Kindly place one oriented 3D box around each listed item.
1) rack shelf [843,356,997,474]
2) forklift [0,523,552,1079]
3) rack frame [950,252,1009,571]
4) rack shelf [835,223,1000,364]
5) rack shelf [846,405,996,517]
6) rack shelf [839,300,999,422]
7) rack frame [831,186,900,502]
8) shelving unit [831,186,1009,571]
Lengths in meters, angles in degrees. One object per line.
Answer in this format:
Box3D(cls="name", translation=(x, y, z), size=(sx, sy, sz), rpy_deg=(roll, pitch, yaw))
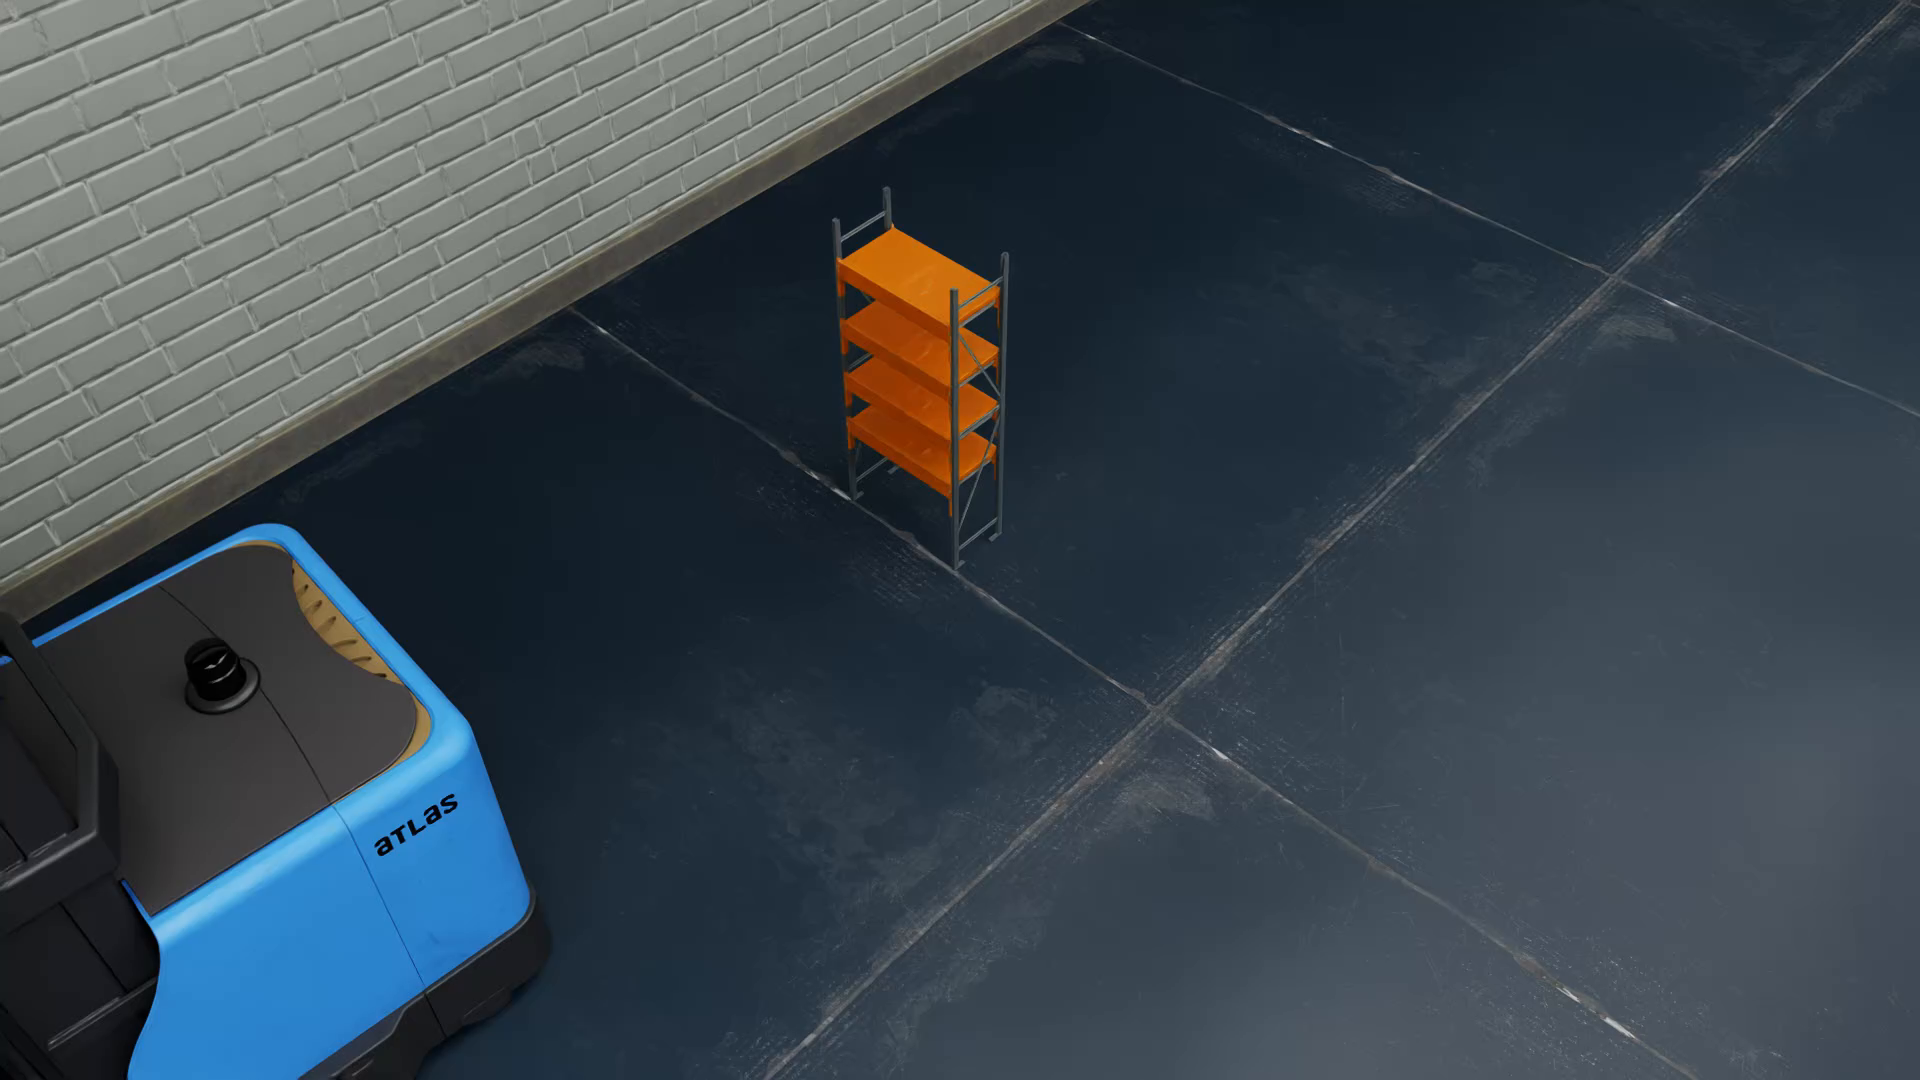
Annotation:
Box3D(cls="rack shelf", translation=(-0.122, -0.446, 5.438), size=(0.480, 0.148, 0.258), rpy_deg=(34, 55, 28))
Box3D(cls="forklift", translation=(-2.552, 0.650, 3.130), size=(3.031, 2.935, 1.130), rpy_deg=(-34, 55, -28))
Box3D(cls="rack frame", translation=(0.058, -0.372, 5.276), size=(0.015, 1.200, 0.240), rpy_deg=(34, 55, 28))
Box3D(cls="rack shelf", translation=(-0.122, -0.762, 5.103), size=(0.480, 0.148, 0.258), rpy_deg=(34, 55, 28))
Box3D(cls="rack shelf", translation=(-0.122, -0.311, 5.583), size=(0.480, 0.148, 0.258), rpy_deg=(34, 55, 28))
Box3D(cls="rack shelf", translation=(-0.122, -0.600, 5.275), size=(0.480, 0.148, 0.258), rpy_deg=(34, 55, 28))
Box3D(cls="rack frame", translation=(-0.301, -0.613, 5.503), size=(0.015, 1.200, 0.240), rpy_deg=(34, 55, 28))
Box3D(cls="shelving unit", translation=(-0.122, -0.493, 5.389), size=(0.503, 1.200, 0.258), rpy_deg=(34, 55, 28))
